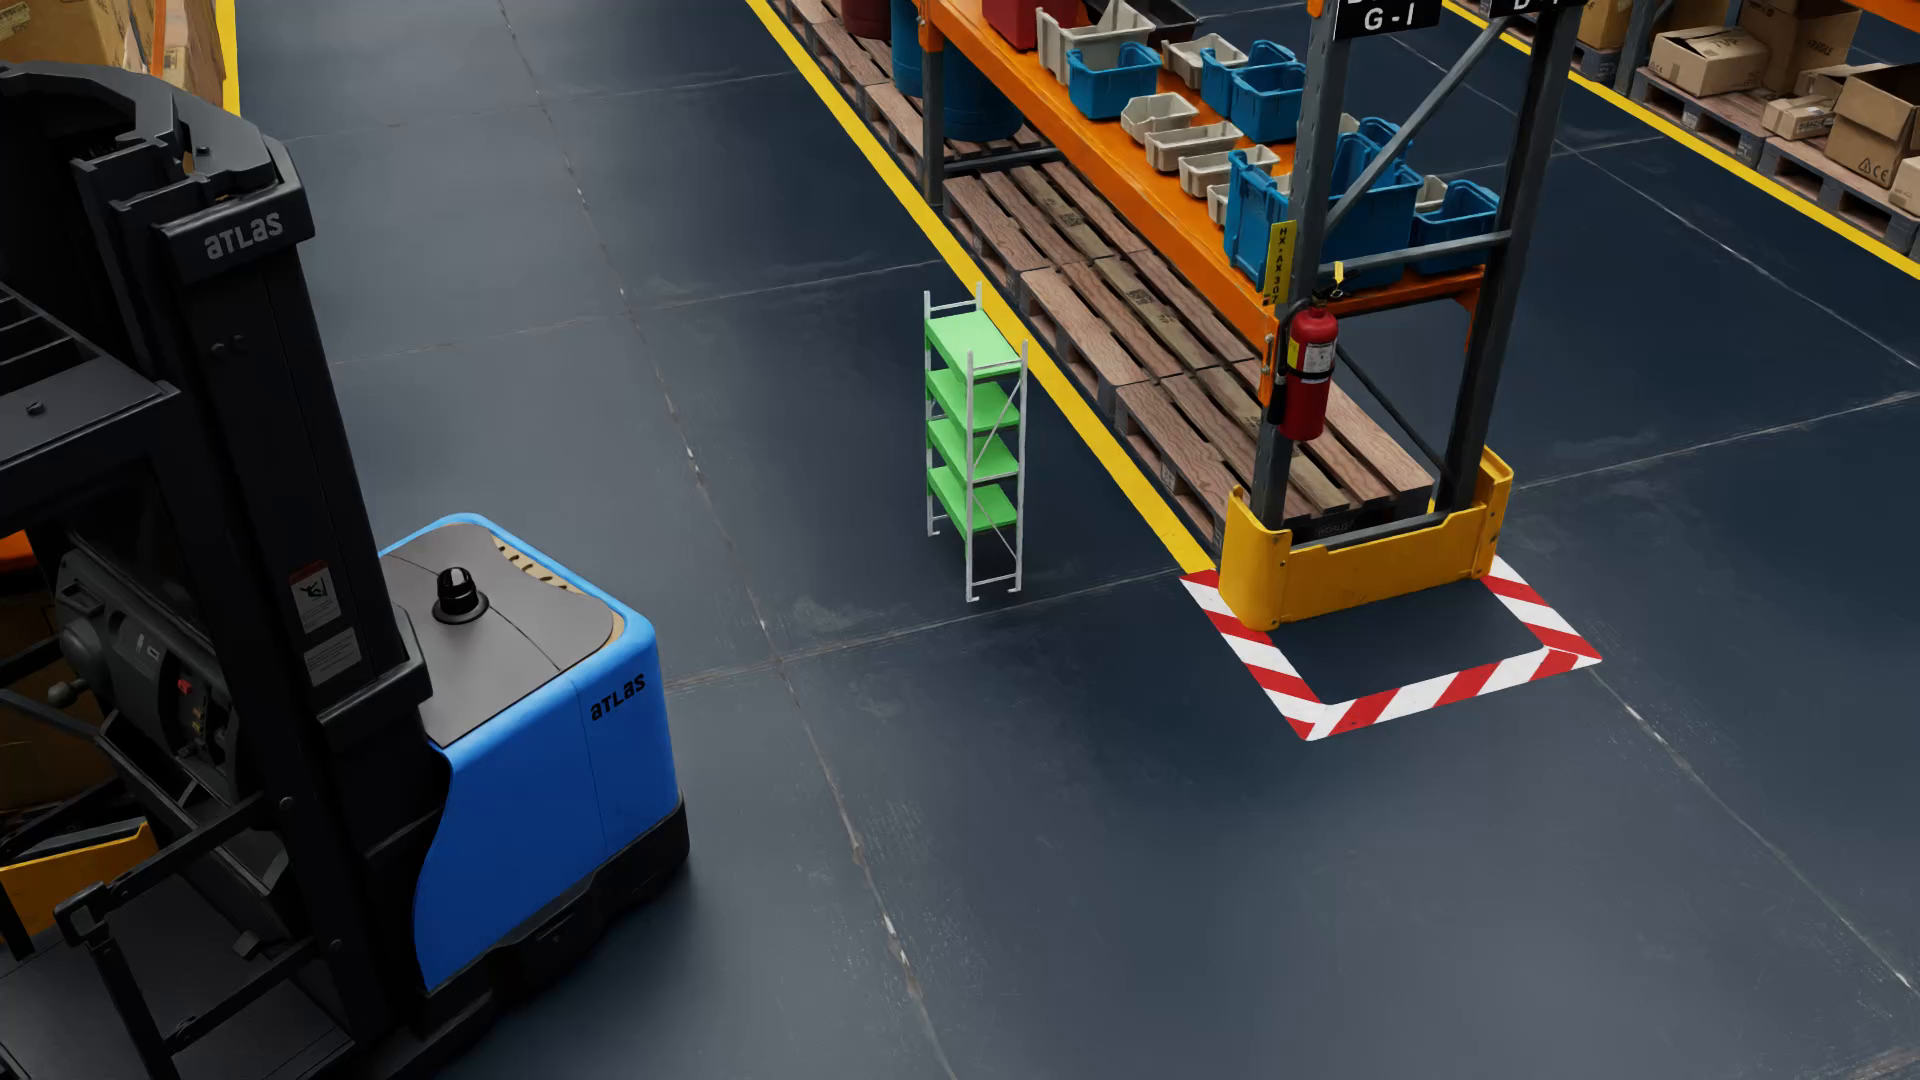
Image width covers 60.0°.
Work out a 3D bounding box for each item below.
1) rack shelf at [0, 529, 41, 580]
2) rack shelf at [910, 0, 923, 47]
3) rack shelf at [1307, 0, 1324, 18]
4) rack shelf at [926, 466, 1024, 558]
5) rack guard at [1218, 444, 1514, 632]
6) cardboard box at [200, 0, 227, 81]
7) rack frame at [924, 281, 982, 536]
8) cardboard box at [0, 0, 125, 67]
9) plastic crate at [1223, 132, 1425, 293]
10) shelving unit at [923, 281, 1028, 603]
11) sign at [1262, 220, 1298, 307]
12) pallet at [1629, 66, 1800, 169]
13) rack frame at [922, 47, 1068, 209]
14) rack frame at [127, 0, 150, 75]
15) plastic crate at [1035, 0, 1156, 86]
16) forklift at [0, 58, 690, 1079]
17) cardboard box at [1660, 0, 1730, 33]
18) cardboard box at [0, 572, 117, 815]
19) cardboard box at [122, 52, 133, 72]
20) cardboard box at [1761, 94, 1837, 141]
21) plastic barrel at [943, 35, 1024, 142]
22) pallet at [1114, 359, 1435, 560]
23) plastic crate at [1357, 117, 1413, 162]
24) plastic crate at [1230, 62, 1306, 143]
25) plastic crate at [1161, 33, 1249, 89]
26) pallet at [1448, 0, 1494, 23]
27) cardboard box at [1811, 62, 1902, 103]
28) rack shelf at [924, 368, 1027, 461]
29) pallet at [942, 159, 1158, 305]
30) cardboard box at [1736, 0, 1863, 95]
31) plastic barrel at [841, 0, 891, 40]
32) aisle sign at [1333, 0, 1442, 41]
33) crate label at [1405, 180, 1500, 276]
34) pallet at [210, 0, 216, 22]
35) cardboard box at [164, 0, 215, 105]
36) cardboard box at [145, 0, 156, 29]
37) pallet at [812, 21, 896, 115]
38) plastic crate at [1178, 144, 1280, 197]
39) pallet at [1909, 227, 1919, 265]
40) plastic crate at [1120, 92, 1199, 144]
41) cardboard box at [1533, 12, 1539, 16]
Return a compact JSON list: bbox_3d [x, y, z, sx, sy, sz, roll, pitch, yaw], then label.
[{"bbox_3d":[-3.689,-0.859,6.496,1.077,0.370,4.000,-12,39,-16],"label":"rack shelf"},{"bbox_3d":[-0.415,-4.144,10.857,1.077,0.370,4.000,-12,39,-16],"label":"rack shelf"},{"bbox_3d":[0.961,-3.083,6.955,1.077,0.370,4.000,-12,39,-16],"label":"rack shelf"},{"bbox_3d":[0.057,-0.143,6.948,0.258,0.148,0.480,-12,39,-16],"label":"rack shelf"},{"bbox_3d":[1.670,-0.033,6.878,1.175,0.500,0.348,-12,39,-16],"label":"rack guard"},{"bbox_3d":[-5.536,-3.461,10.769,1.225,0.875,0.875,-14,39,-18],"label":"cardboard box"},{"bbox_3d":[-0.027,-0.524,6.948,0.240,1.200,0.015,-12,39,-16],"label":"rack frame"},{"bbox_3d":[-3.800,-2.147,6.861,0.500,0.500,0.500,-12,39,-15],"label":"cardboard box"},{"bbox_3d":[1.359,-1.231,6.312,0.616,0.435,0.499,-12,39,-16],"label":"plastic crate"},{"bbox_3d":[0.057,-0.386,6.765,0.258,1.200,0.503,-12,39,-16],"label":"shelving unit"},{"bbox_3d":[1.139,-0.984,5.928,0.100,0.325,0.005,-12,39,-16],"label":"sign"},{"bbox_3d":[5.161,-2.823,10.823,1.003,0.211,1.213,-12,39,-16],"label":"pallet"},{"bbox_3d":[0.273,-3.302,9.141,1.000,3.000,0.127,-12,39,-16],"label":"rack frame"},{"bbox_3d":[-4.377,-2.277,7.779,1.000,3.000,0.127,-12,39,-16],"label":"rack frame"},{"bbox_3d":[0.626,-2.378,7.962,0.437,0.282,0.530,-12,39,-16],"label":"plastic crate"},{"bbox_3d":[-2.266,0.432,4.241,1.130,2.935,3.031,27,45,31],"label":"forklift"},{"bbox_3d":[4.988,-3.826,11.549,0.500,0.500,0.500,-14,39,-18],"label":"cardboard box"},{"bbox_3d":[-3.296,0.319,5.750,0.875,0.875,0.875,-12,39,-16],"label":"cardboard box"},{"bbox_3d":[-3.799,-1.849,7.088,0.500,0.250,0.500,-11,38,-15],"label":"cardboard box"},{"bbox_3d":[5.174,-2.601,10.199,0.380,0.166,0.250,-12,39,-16],"label":"cardboard box"},{"bbox_3d":[0.102,-2.942,10.058,0.600,0.901,0.708,-12,39,-16],"label":"plastic barrel"},{"bbox_3d":[1.402,-0.402,7.609,1.003,0.211,1.213,-12,39,-16],"label":"pallet"},{"bbox_3d":[1.647,-1.579,6.942,0.416,0.233,0.300,-12,39,-16],"label":"plastic crate"},{"bbox_3d":[1.421,-1.951,7.436,0.416,0.233,0.300,-12,39,-16],"label":"plastic crate"},{"bbox_3d":[1.155,-2.299,7.979,0.293,0.136,0.466,-12,39,-16],"label":"plastic crate"},{"bbox_3d":[4.186,-4.354,12.854,1.003,0.211,1.213,-12,39,-16],"label":"pallet"},{"bbox_3d":[5.646,-2.740,10.264,0.500,0.311,0.500,-12,39,-16],"label":"cardboard box"},{"bbox_3d":[0.057,-0.526,6.659,0.258,0.148,0.480,-12,39,-16],"label":"rack shelf"},{"bbox_3d":[0.563,-1.781,9.439,1.003,0.211,1.213,-12,39,-16],"label":"pallet"},{"bbox_3d":[5.388,-3.240,10.770,0.500,0.500,0.500,-12,39,-16],"label":"cardboard box"},{"bbox_3d":[-0.530,-3.855,11.530,0.600,0.588,0.708,-12,39,-16],"label":"plastic barrel"},{"bbox_3d":[1.399,-1.979,5.224,0.394,0.787,0.004,-12,39,-16],"label":"aisle sign"},{"bbox_3d":[1.874,-1.207,6.449,0.416,0.233,0.303,-12,39,-16],"label":"crate label"},{"bbox_3d":[-6.021,-3.864,12.204,1.003,0.211,1.213,-12,39,-16],"label":"pallet"},{"bbox_3d":[-4.925,-2.458,9.436,1.225,0.875,0.875,-14,39,-18],"label":"cardboard box"},{"bbox_3d":[-4.475,-2.912,8.540,0.500,0.500,0.500,-12,39,-16],"label":"cardboard box"},{"bbox_3d":[-0.377,-3.323,11.486,1.003,0.211,1.213,-12,39,-16],"label":"pallet"},{"bbox_3d":[1.113,-1.551,6.985,0.396,0.136,0.243,-12,39,-16],"label":"plastic crate"},{"bbox_3d":[6.000,-1.445,8.993,1.003,0.211,1.213,-12,39,-16],"label":"pallet"},{"bbox_3d":[0.875,-1.867,7.404,0.298,0.136,0.250,-12,39,-16],"label":"plastic crate"},{"bbox_3d":[4.324,-4.003,11.783,0.500,0.500,0.500,-12,39,-16],"label":"cardboard box"}]
